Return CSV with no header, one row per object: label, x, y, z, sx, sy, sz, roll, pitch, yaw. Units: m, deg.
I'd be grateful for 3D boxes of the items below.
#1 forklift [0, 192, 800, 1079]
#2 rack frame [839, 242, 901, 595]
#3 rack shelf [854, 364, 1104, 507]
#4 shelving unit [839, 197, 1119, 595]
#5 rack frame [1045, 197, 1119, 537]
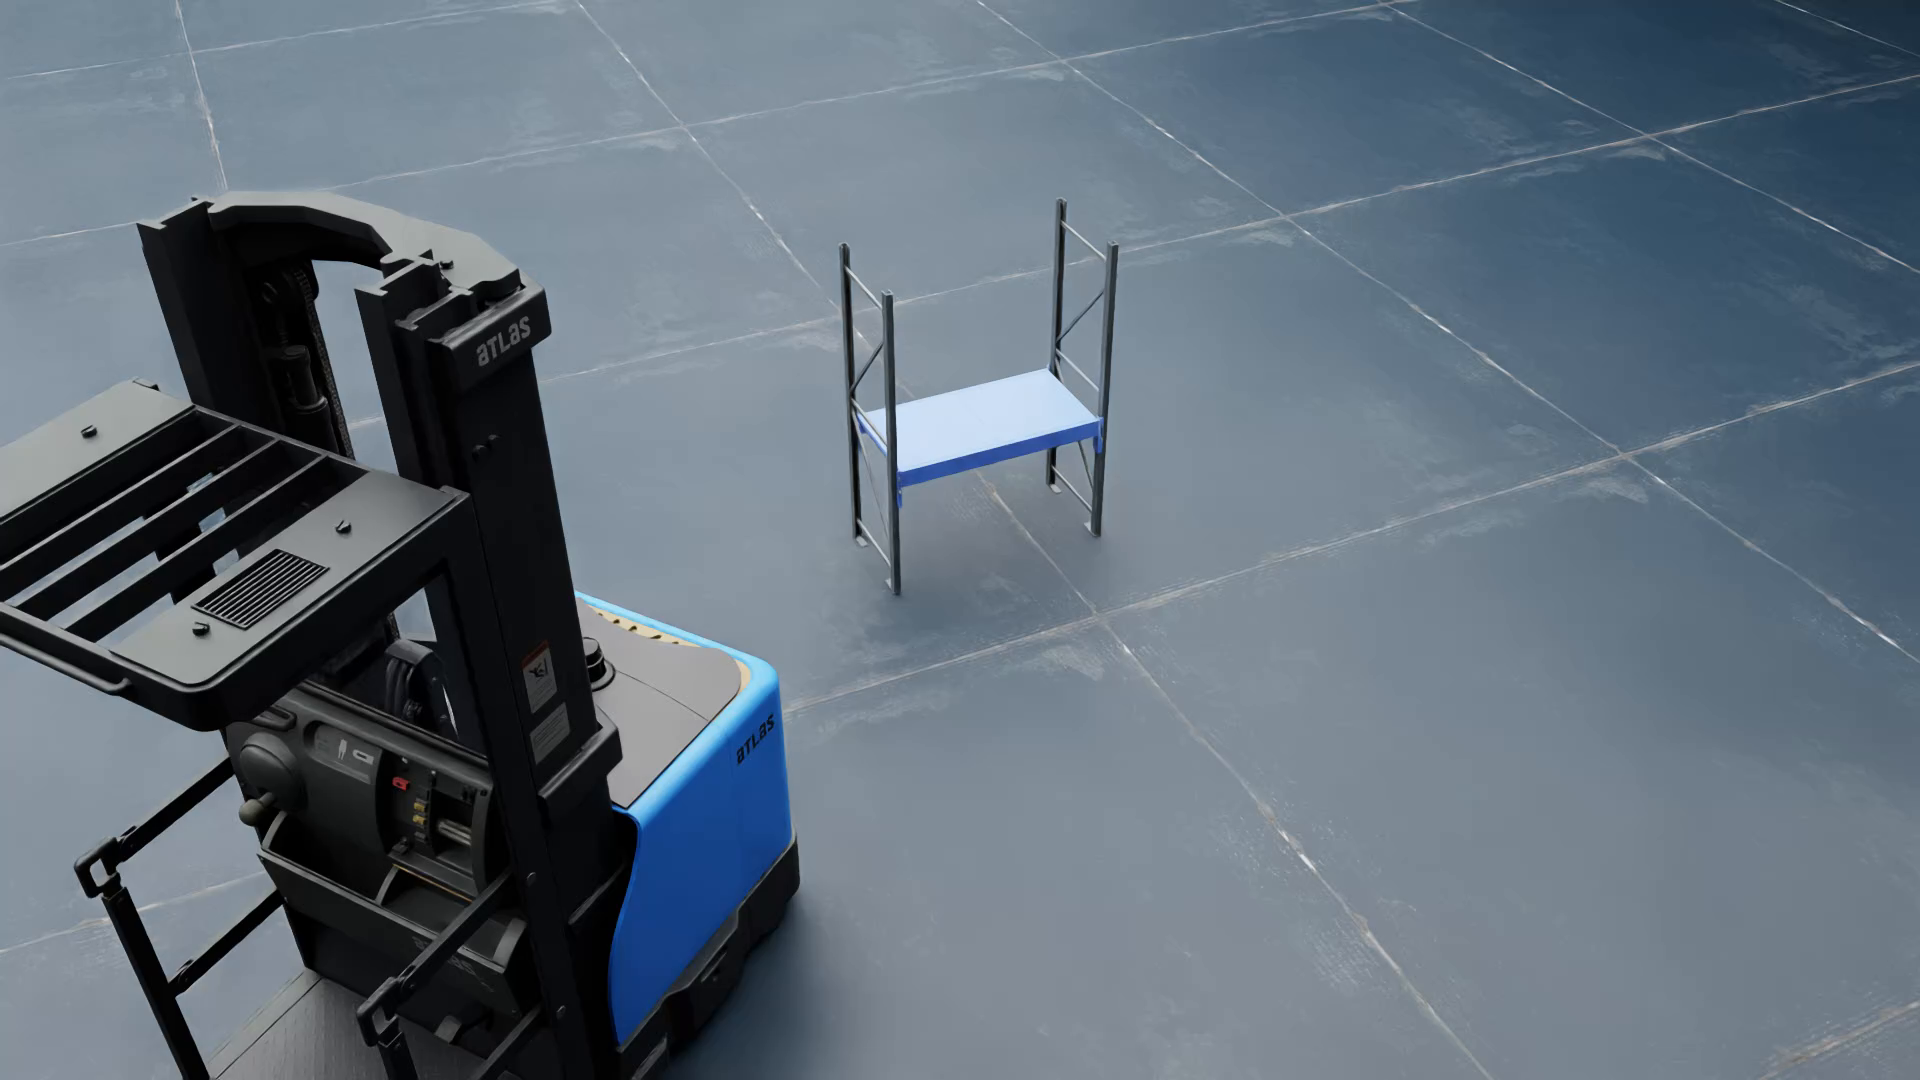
forklift,-1.714,0.729,4.306,1.130,2.935,3.031,18,40,22
rack frame,-0.383,-0.495,7.159,0.032,1.500,0.500,-16,39,-20
rack shelf,0.077,-0.480,7.439,1.000,0.185,0.538,-16,39,-20
shelving unit,0.077,-0.624,7.332,1.048,1.500,0.538,-16,39,-20
rack frame,0.537,-0.753,7.506,0.032,1.500,0.500,-16,39,-20
